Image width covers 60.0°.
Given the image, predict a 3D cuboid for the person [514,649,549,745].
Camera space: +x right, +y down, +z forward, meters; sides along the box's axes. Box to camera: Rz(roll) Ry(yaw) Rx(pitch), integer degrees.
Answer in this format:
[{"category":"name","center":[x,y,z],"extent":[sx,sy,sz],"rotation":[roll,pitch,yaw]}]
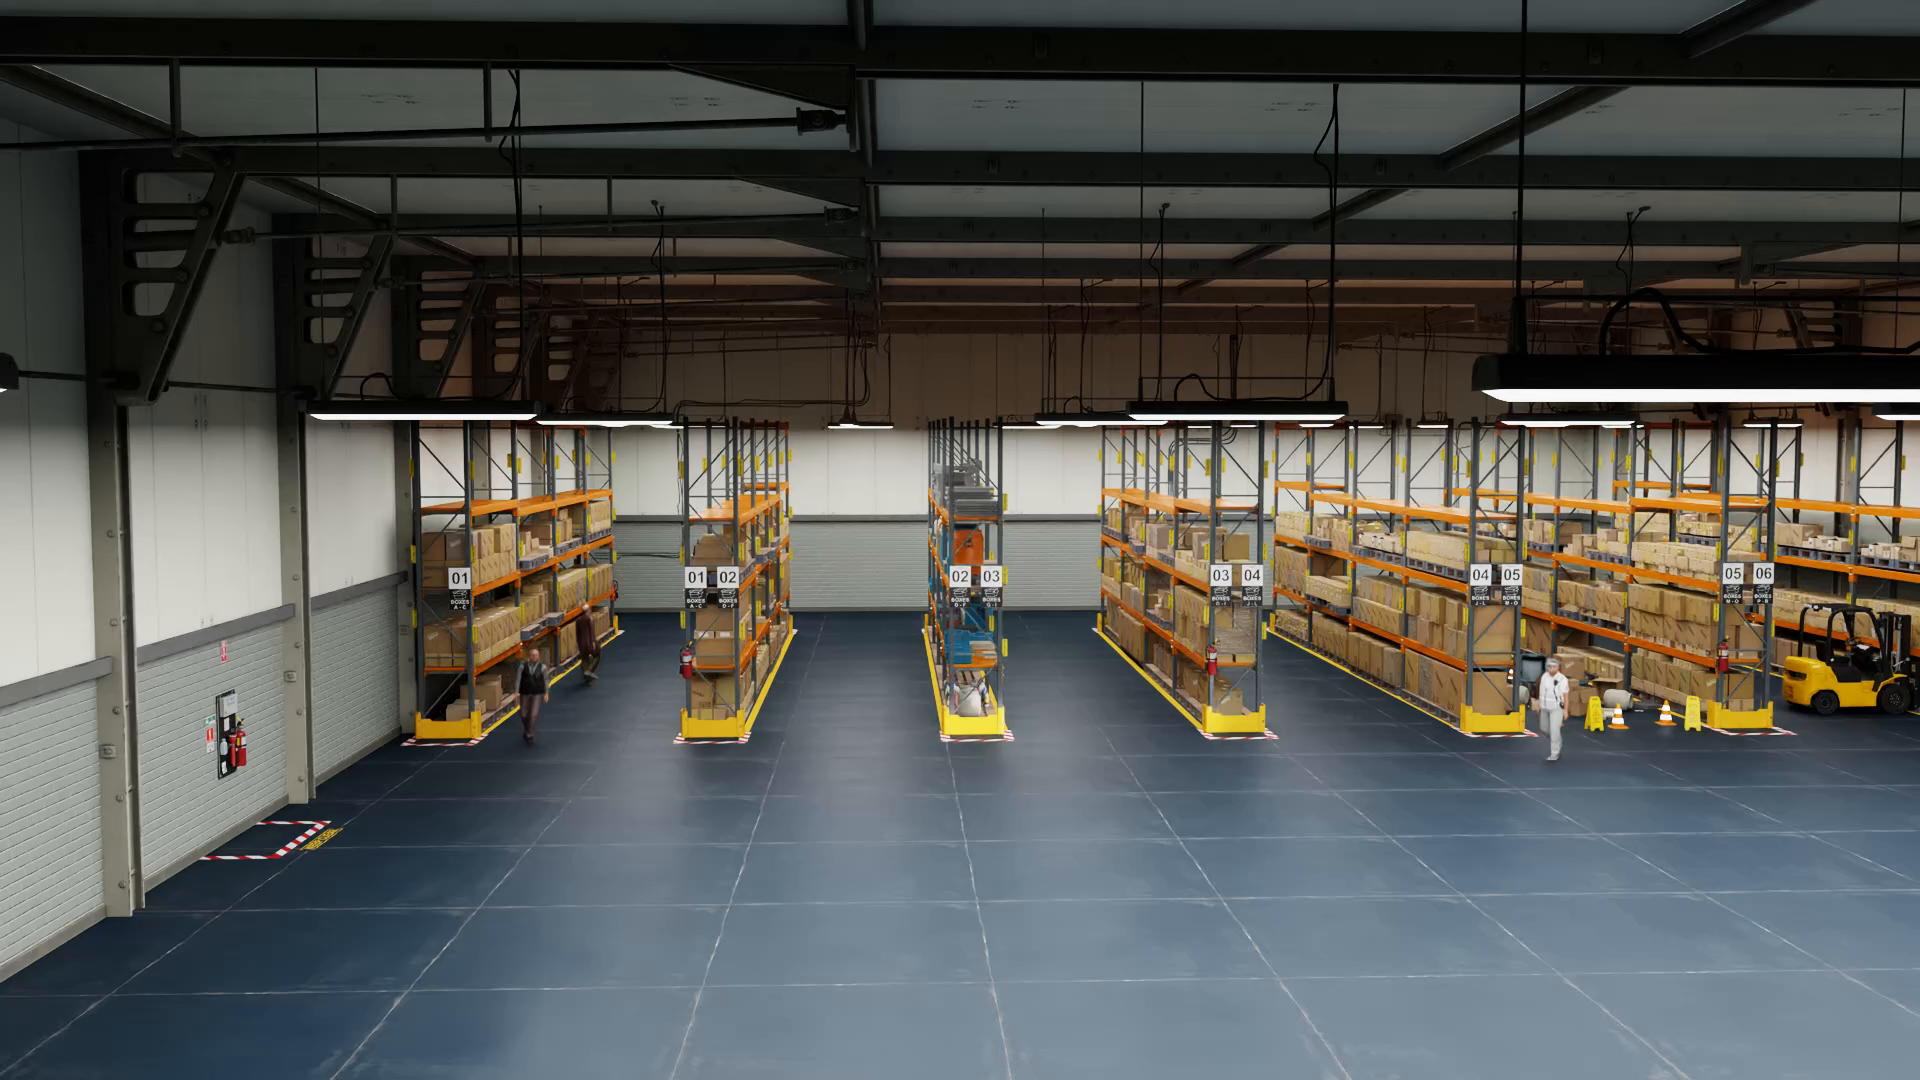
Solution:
[{"category":"person","center":[-7.919,2.886,30.741],"extent":[0.613,1.727,0.737],"rotation":[-1,4,-11]}]

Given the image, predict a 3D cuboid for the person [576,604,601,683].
[{"category":"person","center":[-8.503,2.357,37.887],"extent":[0.617,1.768,0.553],"rotation":[1,4,16]}]

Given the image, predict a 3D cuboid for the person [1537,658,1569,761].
[{"category":"person","center":[10.424,2.936,29.150],"extent":[0.738,1.753,0.529],"rotation":[-2,4,-33]}]
